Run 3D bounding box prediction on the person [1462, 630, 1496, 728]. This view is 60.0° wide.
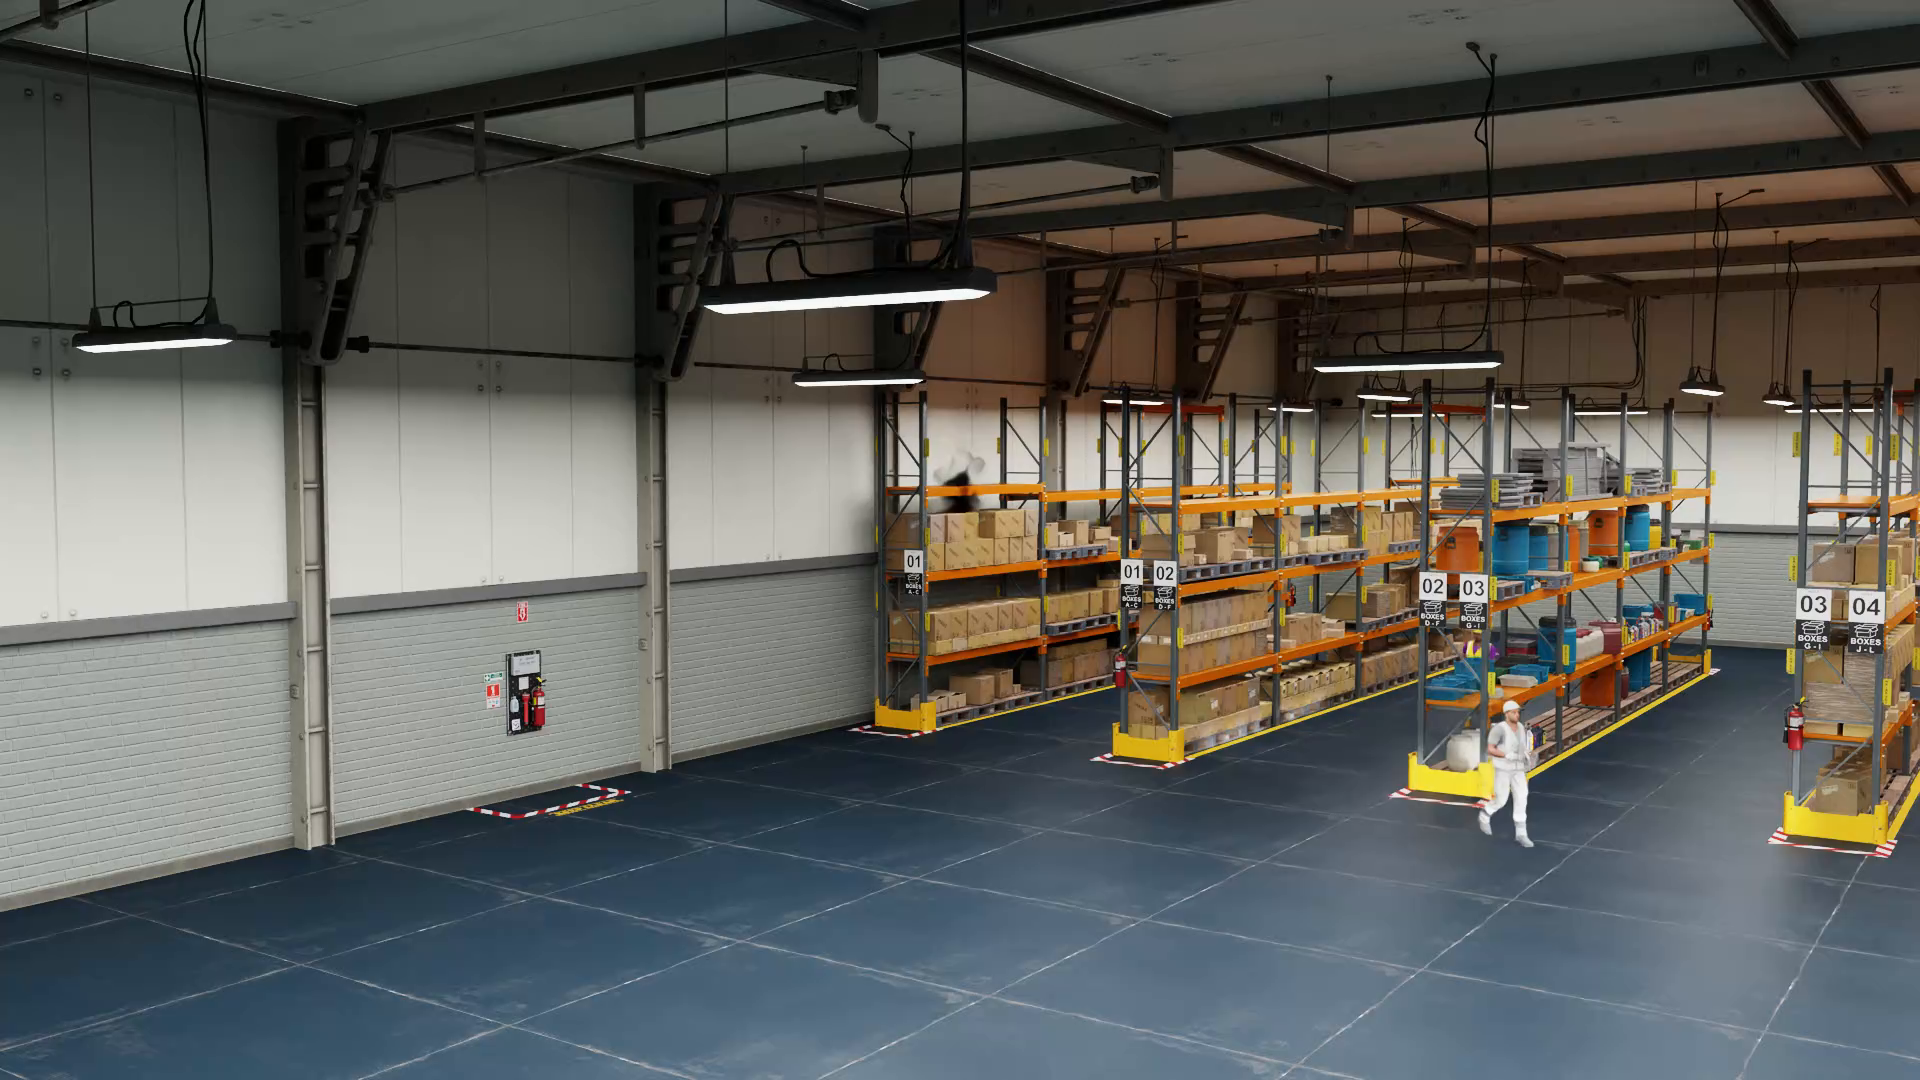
[{"bbox_3d":[9.297,2.460,29.885,0.675,1.829,0.780,2,4,30],"label":"person"}]

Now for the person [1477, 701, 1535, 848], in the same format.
[{"bbox_3d":[6.949,2.925,21.080,0.681,1.801,0.887,-1,3,-23],"label":"person"}]
